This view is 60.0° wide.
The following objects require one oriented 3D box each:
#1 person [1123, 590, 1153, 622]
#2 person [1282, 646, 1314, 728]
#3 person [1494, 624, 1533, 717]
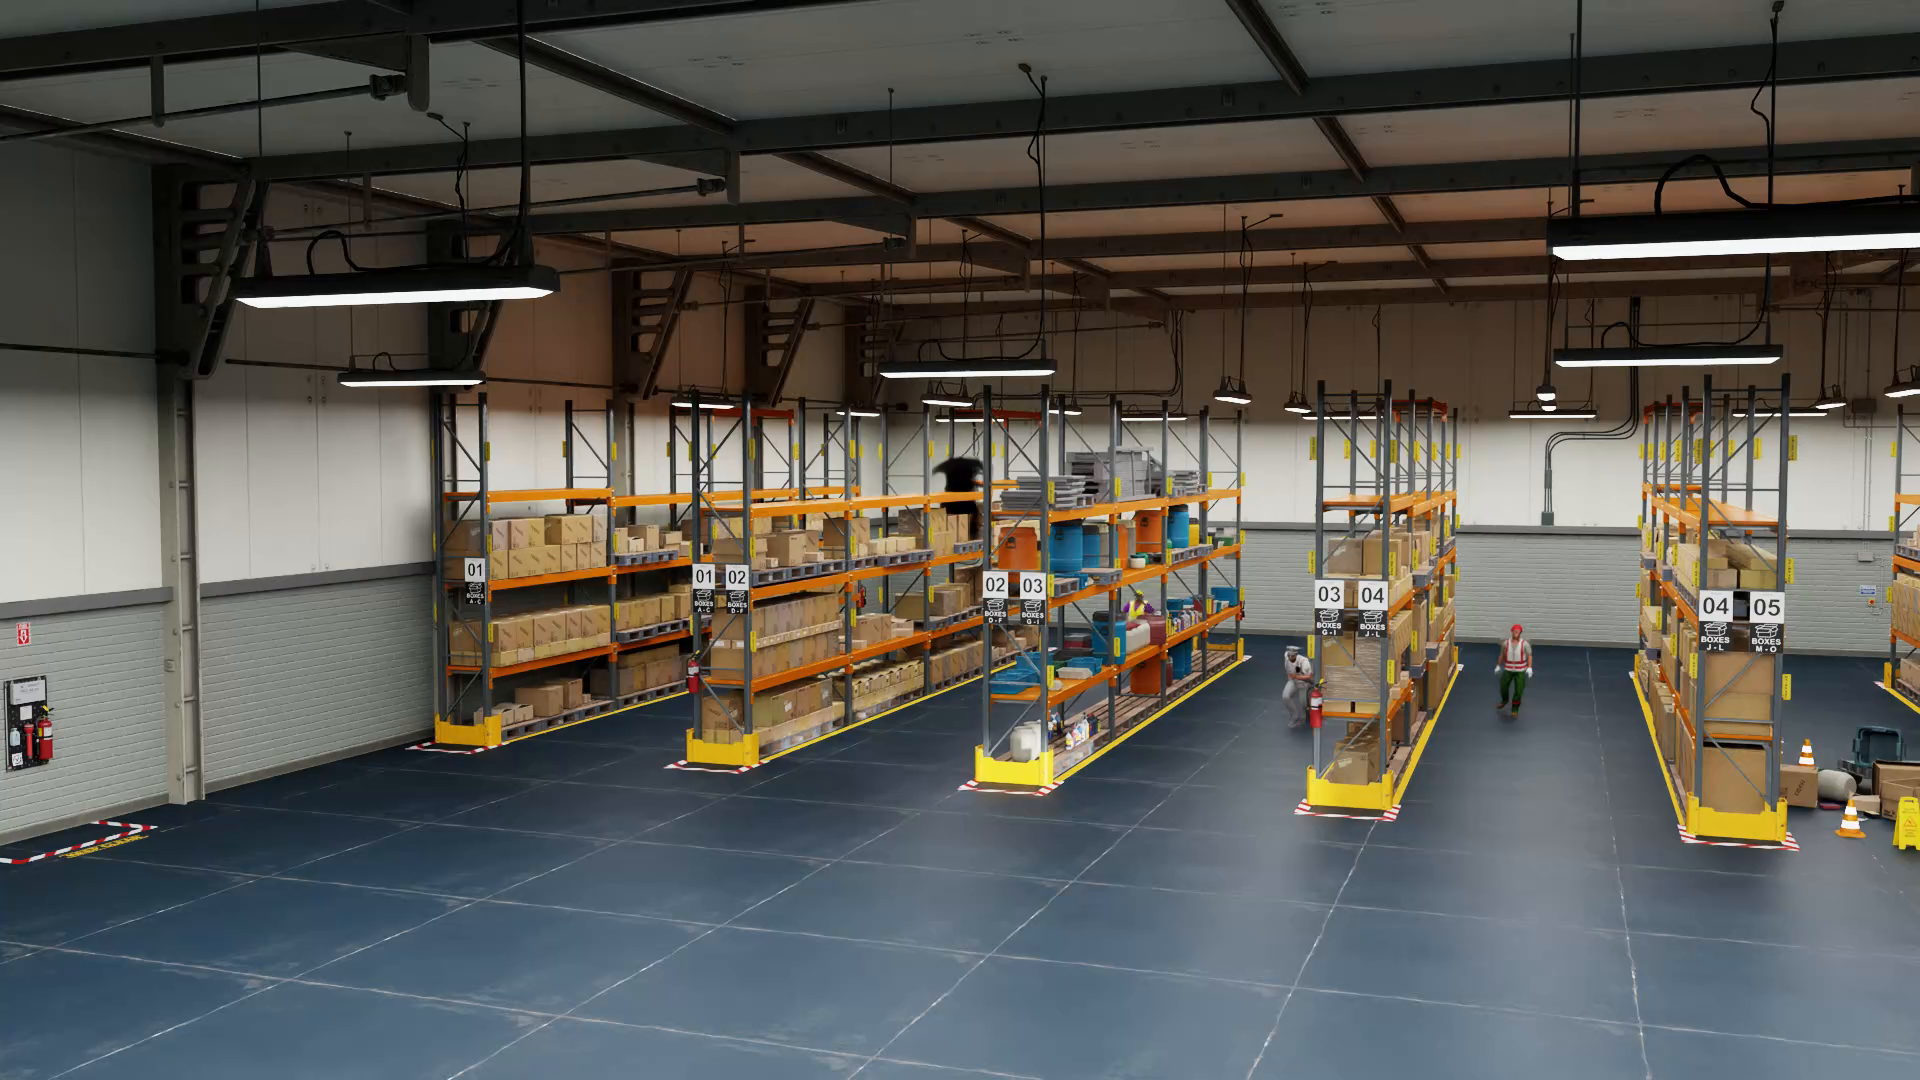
[{"bbox_3d":[4.201,2.047,39.528,0.749,1.734,0.763,1,3,24],"label":"person"},{"bbox_3d":[6.201,2.655,30.281,0.654,1.540,1.184,2,4,36],"label":"person"},{"bbox_3d":[10.457,2.449,31.371,0.728,1.751,0.679,2,3,27],"label":"person"}]
